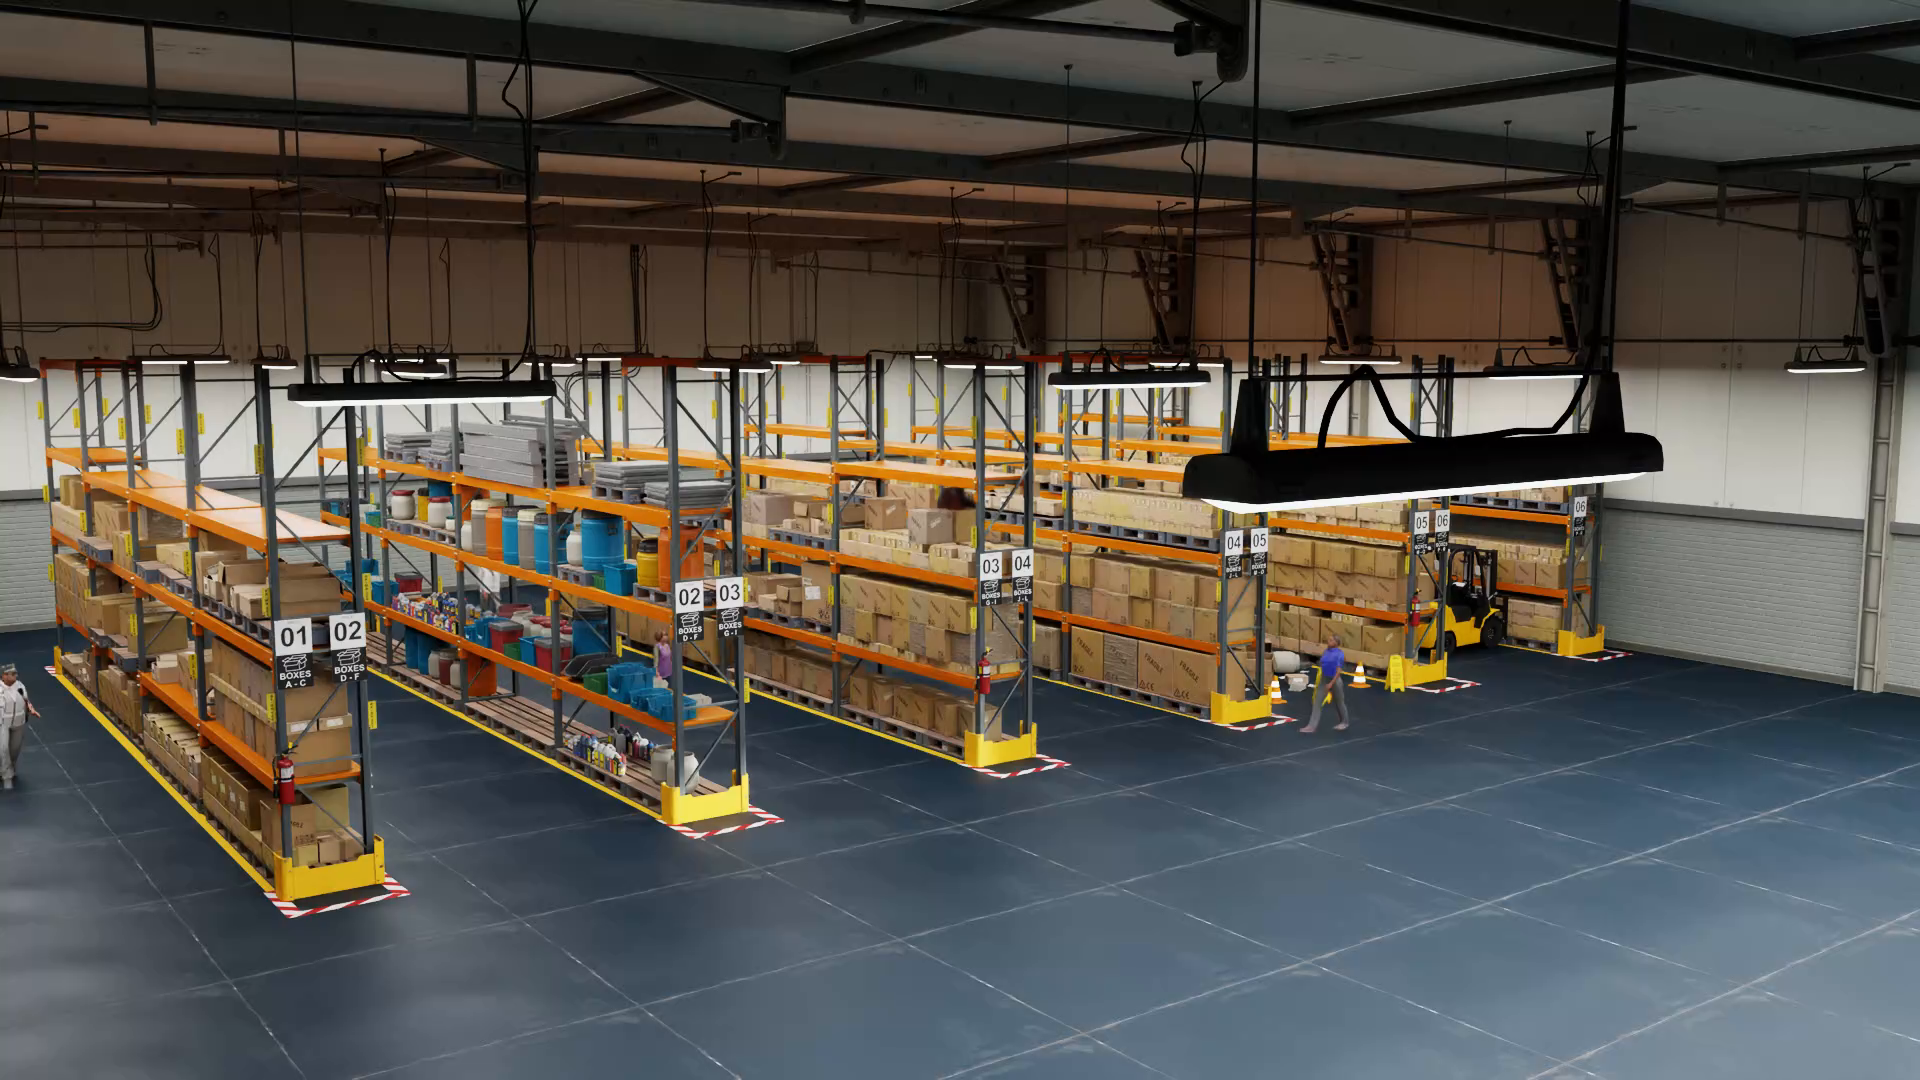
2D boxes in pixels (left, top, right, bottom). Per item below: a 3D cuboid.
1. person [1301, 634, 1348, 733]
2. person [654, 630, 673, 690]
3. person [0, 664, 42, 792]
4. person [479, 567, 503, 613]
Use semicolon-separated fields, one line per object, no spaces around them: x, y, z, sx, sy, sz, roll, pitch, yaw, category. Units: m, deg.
5.942;2.313;26.764;0.461;1.600;0.949;6;9;42;person
-4.895;2.254;27.608;0.537;1.556;0.739;-6;9;-43;person
-13.574;2.627;23.775;0.742;1.725;1.063;-5;9;-37;person
-10.217;1.138;36.240;0.573;1.739;0.903;-6;9;-42;person
